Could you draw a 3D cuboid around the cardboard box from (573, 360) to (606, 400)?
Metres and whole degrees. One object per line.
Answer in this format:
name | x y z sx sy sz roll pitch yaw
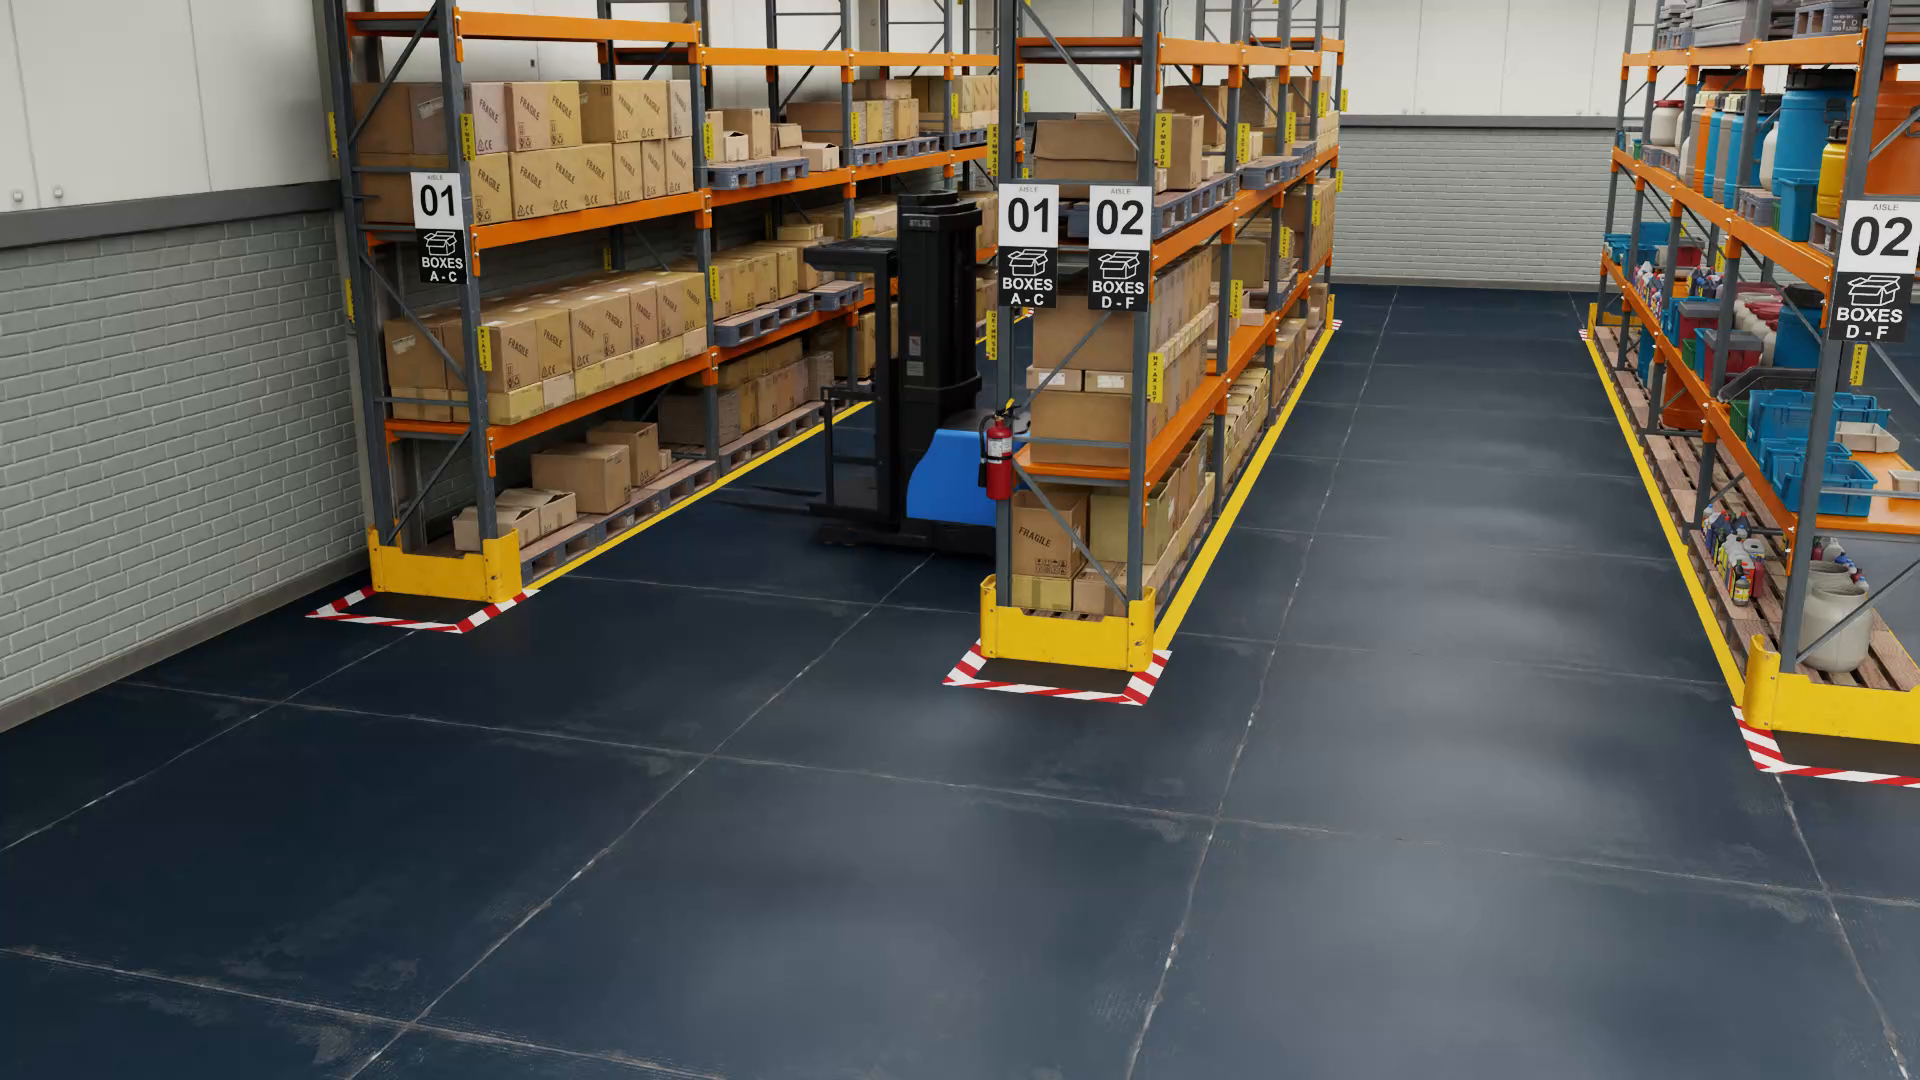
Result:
cardboard box | -3.282 -1.339 13.792 0.500 0.250 0.500 4 16 15

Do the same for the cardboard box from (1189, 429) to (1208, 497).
cardboard box | 1.802 -0.664 14.069 0.500 0.500 0.500 5 16 16

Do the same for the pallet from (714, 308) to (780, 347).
pallet | -2.516 -2.172 16.841 1.003 0.211 1.213 5 16 16

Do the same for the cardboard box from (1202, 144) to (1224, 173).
cardboard box | 2.062 -3.426 14.918 0.500 0.250 0.500 6 17 22

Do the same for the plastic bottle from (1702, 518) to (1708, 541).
plastic bottle | 6.086 -0.097 13.495 0.097 0.201 0.097 0 16 0

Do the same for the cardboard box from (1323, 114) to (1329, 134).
cardboard box | 4.821 -5.766 23.021 0.500 0.250 0.500 5 16 16

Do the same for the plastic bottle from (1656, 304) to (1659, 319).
plastic bottle | 7.584 -2.486 17.962 0.097 0.201 0.097 0 16 0

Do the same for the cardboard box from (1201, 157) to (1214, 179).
cardboard box | 1.797 -2.947 13.160 0.380 0.149 0.250 5 16 16

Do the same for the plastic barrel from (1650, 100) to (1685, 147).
plastic barrel | 8.509 -4.992 19.918 0.433 0.535 0.433 0 16 0

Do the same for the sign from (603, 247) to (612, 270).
sign | -3.406 -2.675 16.140 0.100 0.325 0.005 5 16 16

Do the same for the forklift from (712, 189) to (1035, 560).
forklift | -0.673 -1.477 14.167 3.031 2.935 1.130 6 17 21

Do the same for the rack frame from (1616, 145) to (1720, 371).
rack frame | 8.899 -3.400 20.820 1.000 3.000 0.127 5 16 16

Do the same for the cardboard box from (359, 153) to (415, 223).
cardboard box | -4.134 -2.659 12.489 0.500 0.500 0.500 6 17 20

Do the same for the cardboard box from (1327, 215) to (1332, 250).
cardboard box | 5.277 -4.606 24.887 0.500 0.500 0.500 5 17 16

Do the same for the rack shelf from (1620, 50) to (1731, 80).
rack shelf | 9.467 -6.271 21.999 1.077 0.370 4.000 5 16 16

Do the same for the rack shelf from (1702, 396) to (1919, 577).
rack shelf | 6.057 -0.438 11.694 1.077 0.370 4.000 5 16 16

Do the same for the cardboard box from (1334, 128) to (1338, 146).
cardboard box | 5.394 -6.048 24.933 0.500 0.250 0.500 5 16 16

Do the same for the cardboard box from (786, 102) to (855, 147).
cardboard box | -1.656 -4.954 19.811 0.700 0.500 0.500 3 16 12

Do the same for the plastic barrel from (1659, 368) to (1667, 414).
plastic barrel | 7.960 -1.643 18.414 0.421 0.512 0.421 0 16 0

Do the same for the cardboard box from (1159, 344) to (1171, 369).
cardboard box | 1.351 -1.362 12.263 0.380 0.149 0.250 4 16 14

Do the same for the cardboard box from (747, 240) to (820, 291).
cardboard box | -1.993 -3.110 18.806 0.700 0.500 0.500 3 16 11

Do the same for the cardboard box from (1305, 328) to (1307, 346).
cardboard box | 4.478 -2.796 22.813 0.500 0.311 0.500 5 16 16

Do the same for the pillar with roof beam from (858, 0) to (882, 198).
pillar with roof beam | 2.897 -6.971 22.415 9.100 9.000 0.400 5 16 16

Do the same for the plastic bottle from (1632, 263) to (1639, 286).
plastic bottle | 8.386 -3.281 20.614 0.061 0.283 0.133 5 16 16

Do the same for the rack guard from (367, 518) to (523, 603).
rack guard | -3.988 0.154 12.871 1.175 0.500 0.348 5 16 16

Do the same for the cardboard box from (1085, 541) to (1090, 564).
cardboard box | 0.740 0.180 12.467 0.500 0.250 0.500 5 16 16

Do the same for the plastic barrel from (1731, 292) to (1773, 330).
plastic barrel | 7.675 -2.122 16.108 0.421 0.512 0.421 0 16 0

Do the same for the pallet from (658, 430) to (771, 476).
pallet | -2.653 -0.938 17.249 1.003 0.211 1.213 5 16 16

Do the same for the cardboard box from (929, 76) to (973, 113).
cardboard box | -0.128 -6.315 23.548 0.500 0.500 0.500 4 16 15

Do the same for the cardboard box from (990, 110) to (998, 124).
cardboard box | 0.293 -6.351 25.049 0.500 0.250 0.500 4 16 14

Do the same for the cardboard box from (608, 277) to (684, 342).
cardboard box | -2.847 -2.095 15.083 0.500 0.500 0.500 5 16 16

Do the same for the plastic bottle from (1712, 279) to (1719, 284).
plastic bottle | 8.746 -2.889 19.245 0.152 0.276 0.135 5 16 16

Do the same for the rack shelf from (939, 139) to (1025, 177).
rack shelf | -0.031 -5.789 25.062 1.077 0.370 4.000 5 16 16

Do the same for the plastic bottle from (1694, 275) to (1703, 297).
plastic bottle | 8.725 -2.987 19.601 0.097 0.271 0.097 0 16 0

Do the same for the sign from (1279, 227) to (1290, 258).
sign | 3.547 -3.254 18.182 0.100 0.325 0.005 5 16 16

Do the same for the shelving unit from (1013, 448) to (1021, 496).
shelving unit | 0.535 -0.262 13.306 0.252 1.050 0.215 -7 21 -24

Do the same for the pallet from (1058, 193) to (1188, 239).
pallet | 0.966 -2.229 11.357 1.003 0.211 1.213 5 16 16

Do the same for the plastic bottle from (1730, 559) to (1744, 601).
plastic bottle | 5.606 0.288 11.989 0.061 0.283 0.133 5 17 17

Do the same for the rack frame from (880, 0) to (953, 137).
rack frame | -0.600 -7.055 22.710 1.000 3.000 0.127 5 16 16

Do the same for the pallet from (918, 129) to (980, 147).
pallet | -0.357 -5.782 23.883 1.003 0.211 1.213 5 16 16

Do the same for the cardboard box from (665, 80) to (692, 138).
cardboard box | -2.755 -3.905 15.051 0.500 0.500 0.500 3 16 11

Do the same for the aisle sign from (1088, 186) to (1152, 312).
aisle sign | 1.016 -1.856 10.610 0.394 0.787 0.004 5 16 16

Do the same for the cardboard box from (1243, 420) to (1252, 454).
cardboard box | 2.666 -1.060 16.840 0.500 0.250 0.500 5 17 17

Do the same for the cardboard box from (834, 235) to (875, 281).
cardboard box | -1.353 -3.430 20.160 0.500 0.500 0.500 5 17 18

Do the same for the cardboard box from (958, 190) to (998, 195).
cardboard box | 0.402 -5.225 26.704 0.980 0.700 0.700 5 17 18

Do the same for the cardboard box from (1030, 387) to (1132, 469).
cardboard box | 0.886 -0.815 11.523 0.700 0.500 0.500 5 16 16

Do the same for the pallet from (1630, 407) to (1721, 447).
pallet | 7.946 -1.222 18.250 1.003 0.211 1.213 5 16 16

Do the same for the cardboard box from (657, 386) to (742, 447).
cardboard box | -2.680 -1.278 17.114 0.700 0.500 0.500 5 17 18

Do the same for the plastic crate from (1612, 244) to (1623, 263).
plastic crate | 9.190 -3.933 22.895 0.416 0.233 0.300 5 16 16

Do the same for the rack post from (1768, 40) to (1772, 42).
rack post | 8.446 -5.506 18.168 0.937 0.300 0.954 7 17 22

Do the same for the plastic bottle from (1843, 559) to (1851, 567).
plastic bottle | 6.429 0.274 12.059 0.097 0.271 0.097 0 16 0

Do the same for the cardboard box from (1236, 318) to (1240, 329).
cardboard box | 2.706 -2.280 17.331 0.380 0.149 0.250 6 17 20

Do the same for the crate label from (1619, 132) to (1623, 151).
crate label | 9.464 -5.602 23.358 0.408 0.251 0.502 5 16 16

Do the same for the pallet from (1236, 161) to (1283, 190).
pallet | 2.592 -3.614 16.422 1.003 0.211 1.213 5 17 18

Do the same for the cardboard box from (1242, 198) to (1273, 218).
cardboard box | 4.046 -4.467 22.565 0.500 0.500 0.500 5 17 16

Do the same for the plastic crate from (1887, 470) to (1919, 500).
plastic crate | 6.052 -0.343 10.525 0.298 0.136 0.250 5 16 16
